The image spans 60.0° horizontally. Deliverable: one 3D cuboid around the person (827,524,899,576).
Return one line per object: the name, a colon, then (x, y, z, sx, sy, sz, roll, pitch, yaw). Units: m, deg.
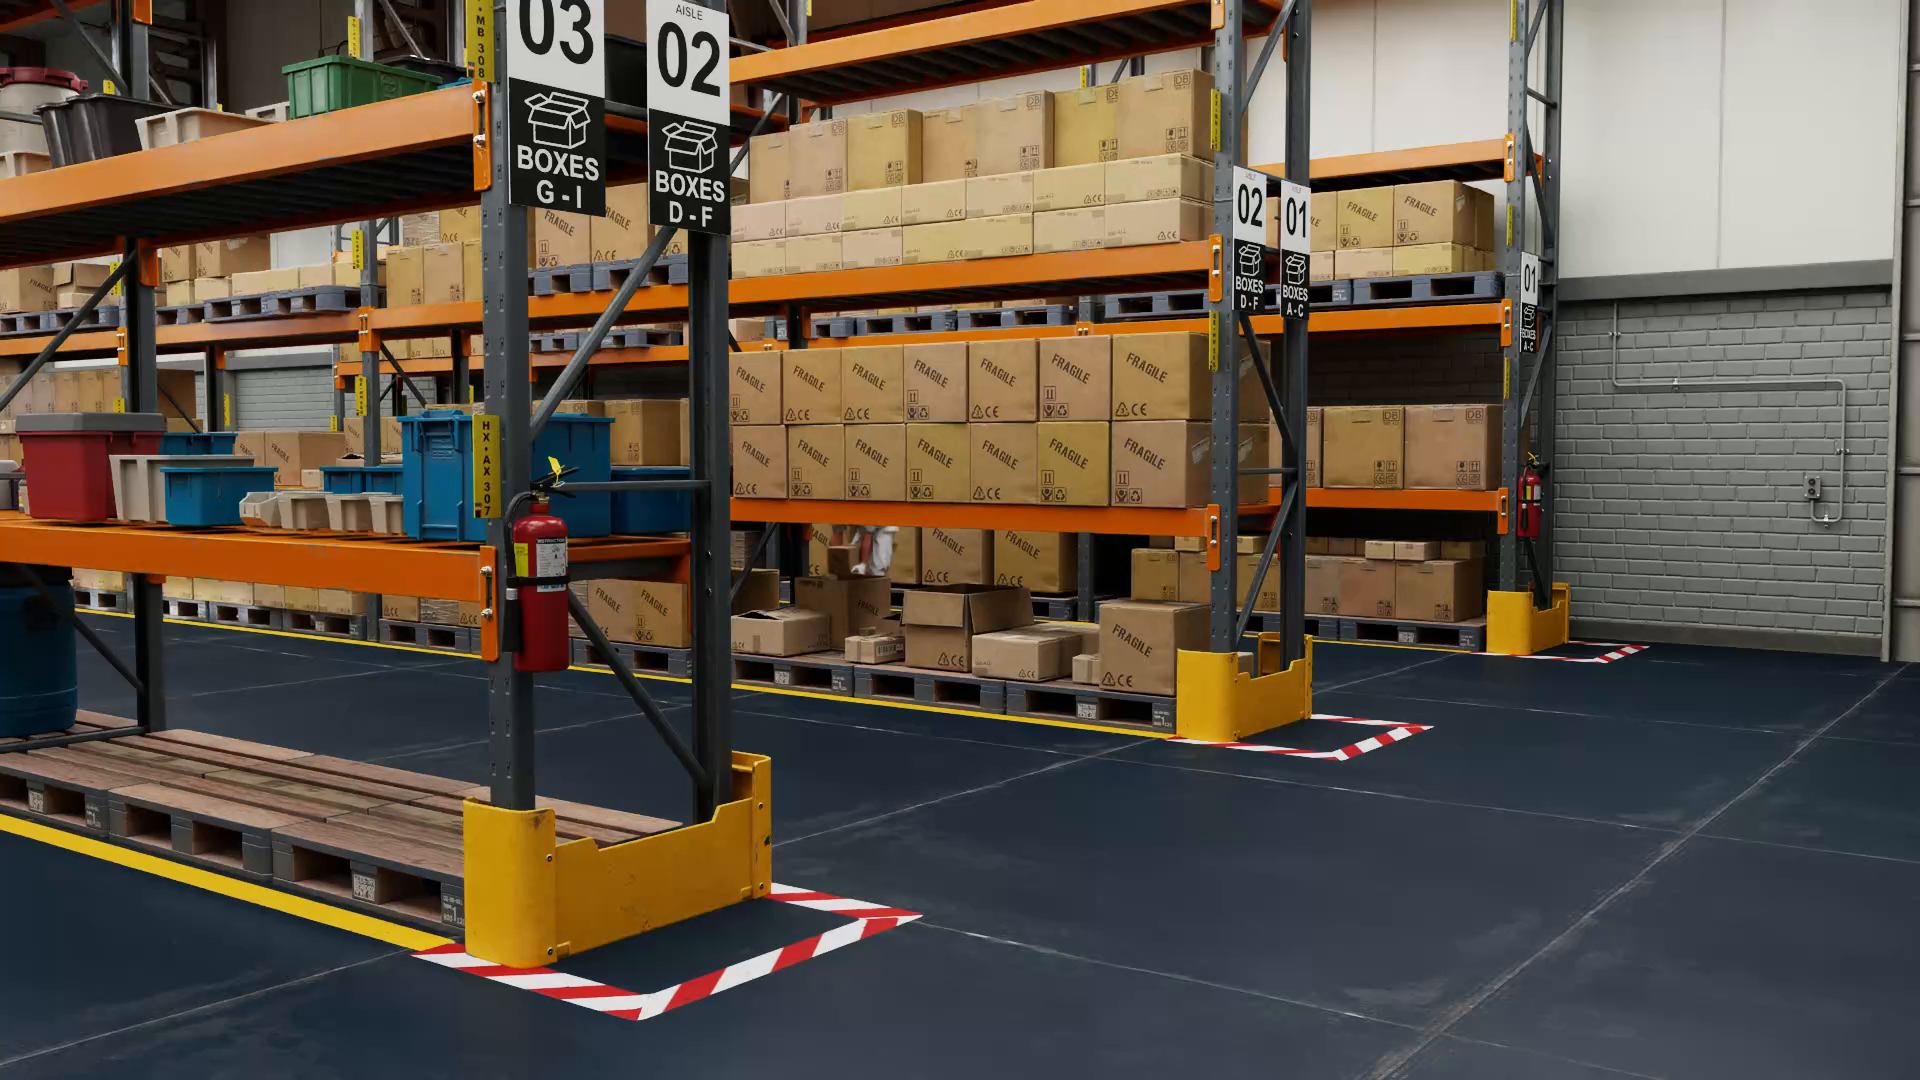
person: (-0.914, 0.123, 14.967, 0.490, 1.393, 0.887, 2, 4, 34)
